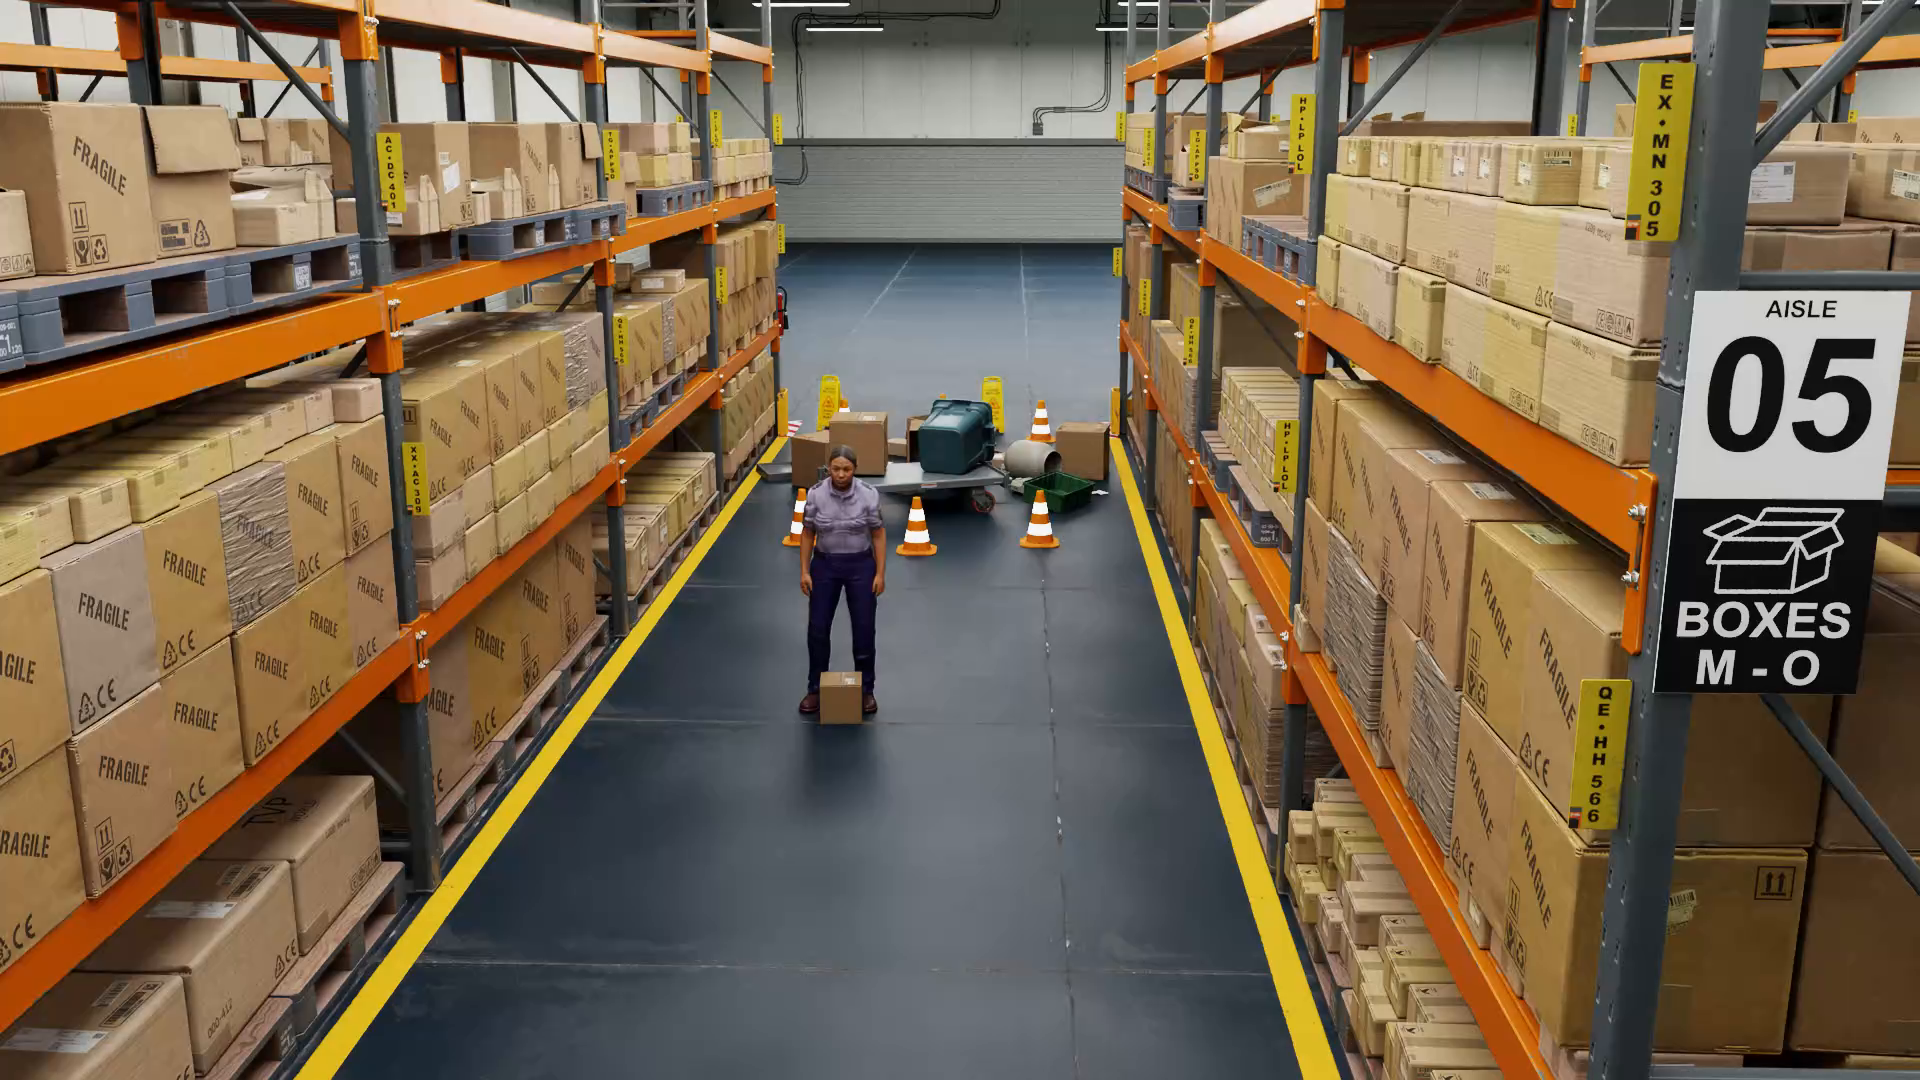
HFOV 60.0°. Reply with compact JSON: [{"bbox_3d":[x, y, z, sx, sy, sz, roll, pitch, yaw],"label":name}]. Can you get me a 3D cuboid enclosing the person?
[{"bbox_3d":[-0.720,0.220,10.135,0.542,1.652,0.368,0,14,1],"label":"person"}]
